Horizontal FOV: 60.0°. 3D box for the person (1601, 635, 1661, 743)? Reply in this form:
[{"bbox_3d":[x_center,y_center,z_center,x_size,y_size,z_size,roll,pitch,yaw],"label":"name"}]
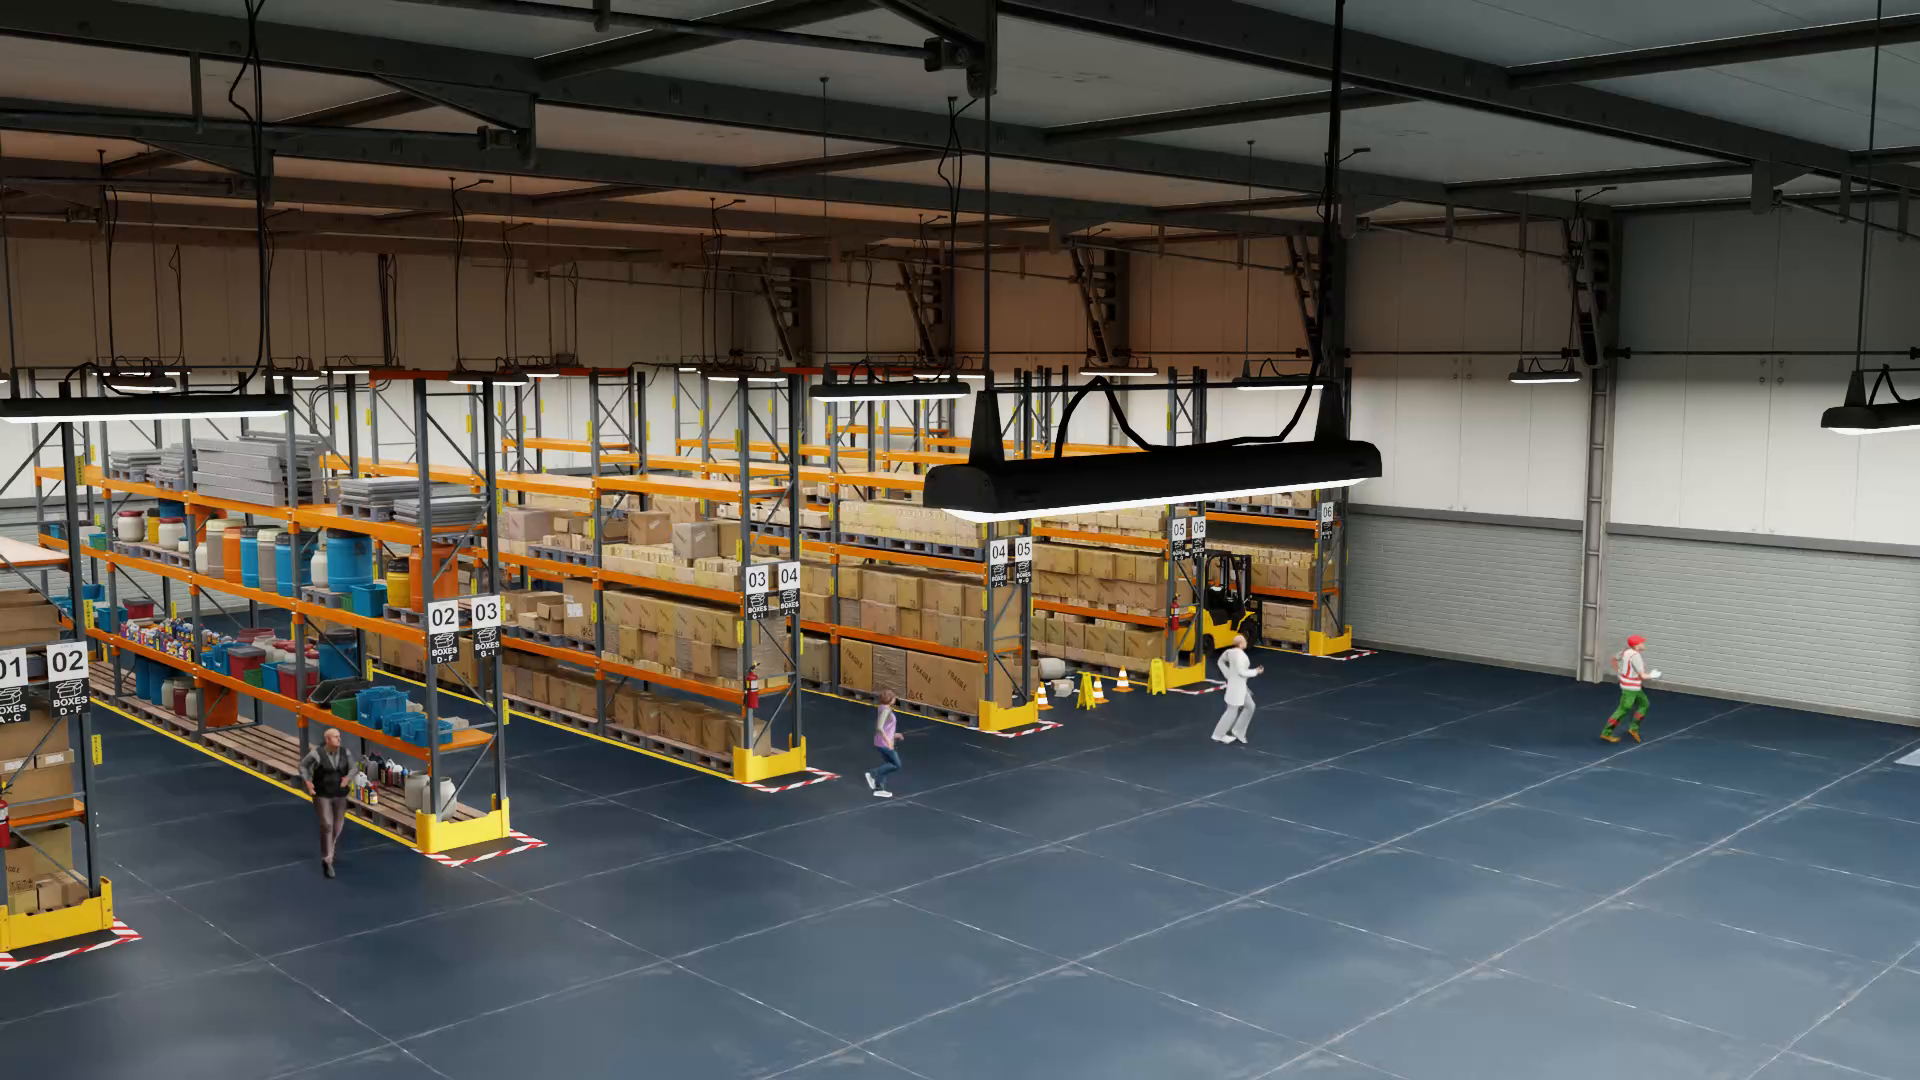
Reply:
[{"bbox_3d":[10.828,2.412,26.876,0.898,1.794,0.673,1,7,9],"label":"person"}]

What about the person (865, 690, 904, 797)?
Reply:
[{"bbox_3d":[-1.074,2.902,23.701,0.579,1.554,0.524,-1,7,-8],"label":"person"}]

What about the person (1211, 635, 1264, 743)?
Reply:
[{"bbox_3d":[4.483,2.446,26.818,0.816,1.836,0.660,0,6,2],"label":"person"}]

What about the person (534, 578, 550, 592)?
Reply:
[{"bbox_3d":[-10.513,0.817,41.748,0.609,1.633,0.891,2,7,19],"label":"person"}]

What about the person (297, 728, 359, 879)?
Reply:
[{"bbox_3d":[-7.705,3.183,20.429,0.656,1.755,0.862,-6,9,-43],"label":"person"}]
